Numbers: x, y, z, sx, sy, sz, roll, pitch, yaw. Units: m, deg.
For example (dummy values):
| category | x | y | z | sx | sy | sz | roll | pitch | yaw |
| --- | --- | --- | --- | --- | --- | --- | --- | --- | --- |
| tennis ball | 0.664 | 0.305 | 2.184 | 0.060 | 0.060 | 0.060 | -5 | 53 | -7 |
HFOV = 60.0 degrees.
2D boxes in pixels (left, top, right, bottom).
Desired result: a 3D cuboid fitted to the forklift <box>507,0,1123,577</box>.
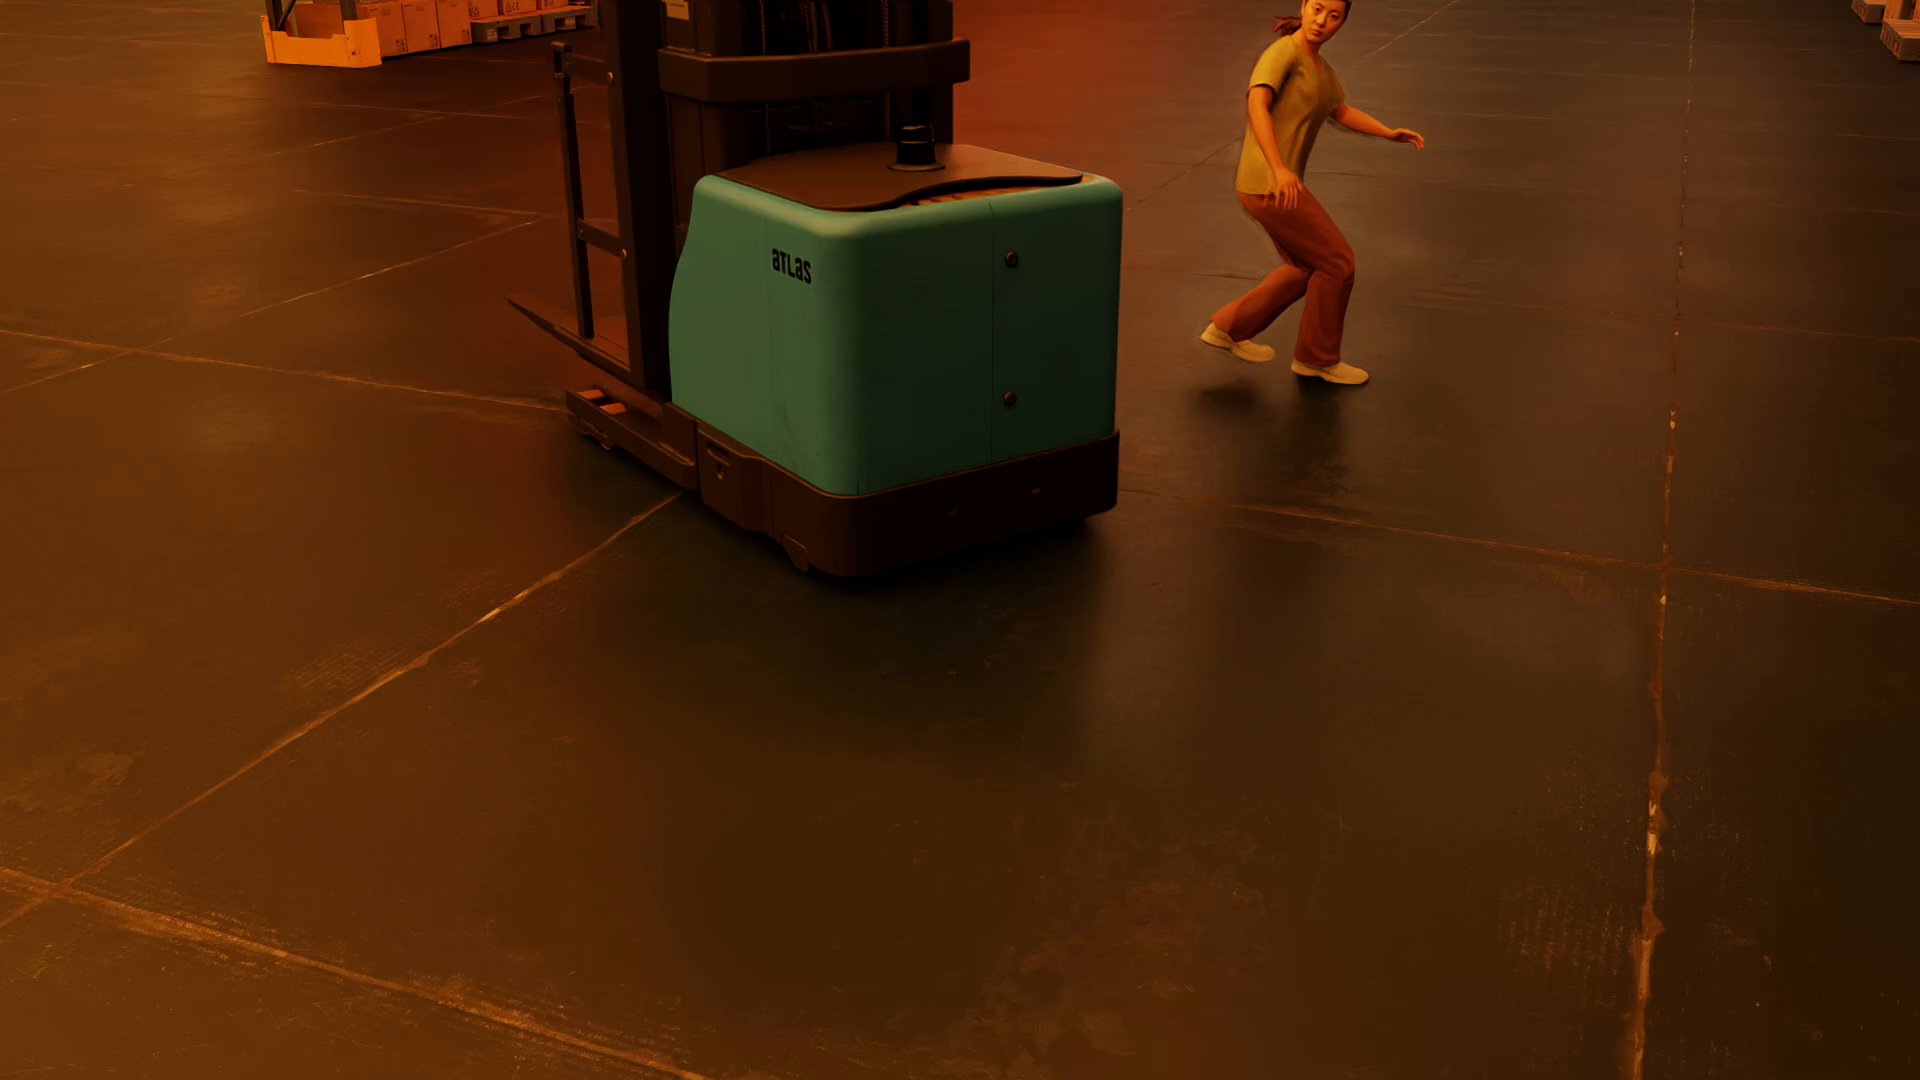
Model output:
| category | x | y | z | sx | sy | sz | roll | pitch | yaw |
| --- | --- | --- | --- | --- | --- | --- | --- | --- | --- |
| forklift | -0.761 | -1.761 | 5.506 | 1.130 | 2.935 | 3.031 | -15 | 27 | -32 |

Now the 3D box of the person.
| category | x | y | z | sx | sy | sz | roll | pitch | yaw |
| --- | --- | --- | --- | --- | --- | --- | --- | --- | --- |
| person | 1.328 | -1.323 | 6.274 | 0.786 | 1.542 | 0.794 | 6 | 23 | 15 |
